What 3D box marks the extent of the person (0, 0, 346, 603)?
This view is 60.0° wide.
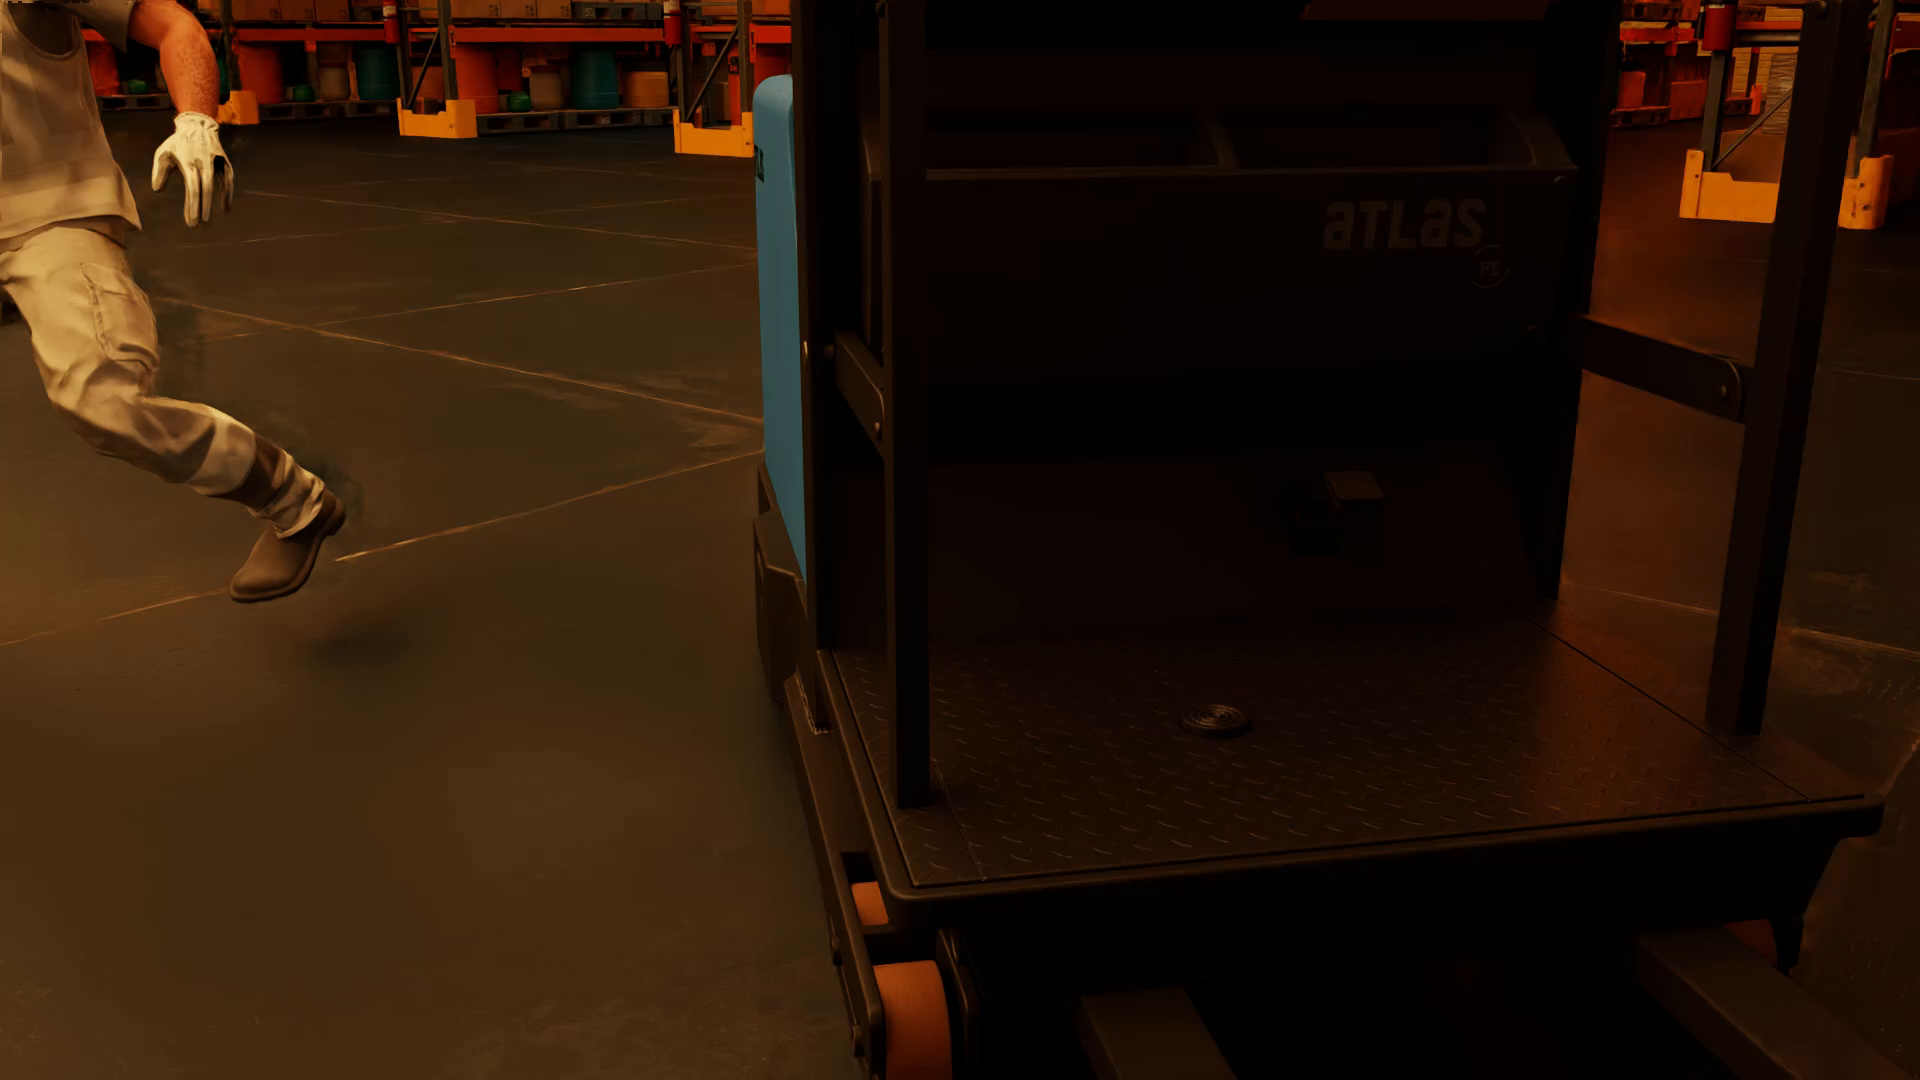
[{"bbox_3d":[-1.856,-0.559,3.095,1.189,1.663,0.510,3,17,8],"label":"person"}]

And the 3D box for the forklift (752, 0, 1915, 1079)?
[{"bbox_3d":[0.378,-0.883,1.807,1.130,2.935,3.031,-3,17,-11],"label":"forklift"}]
